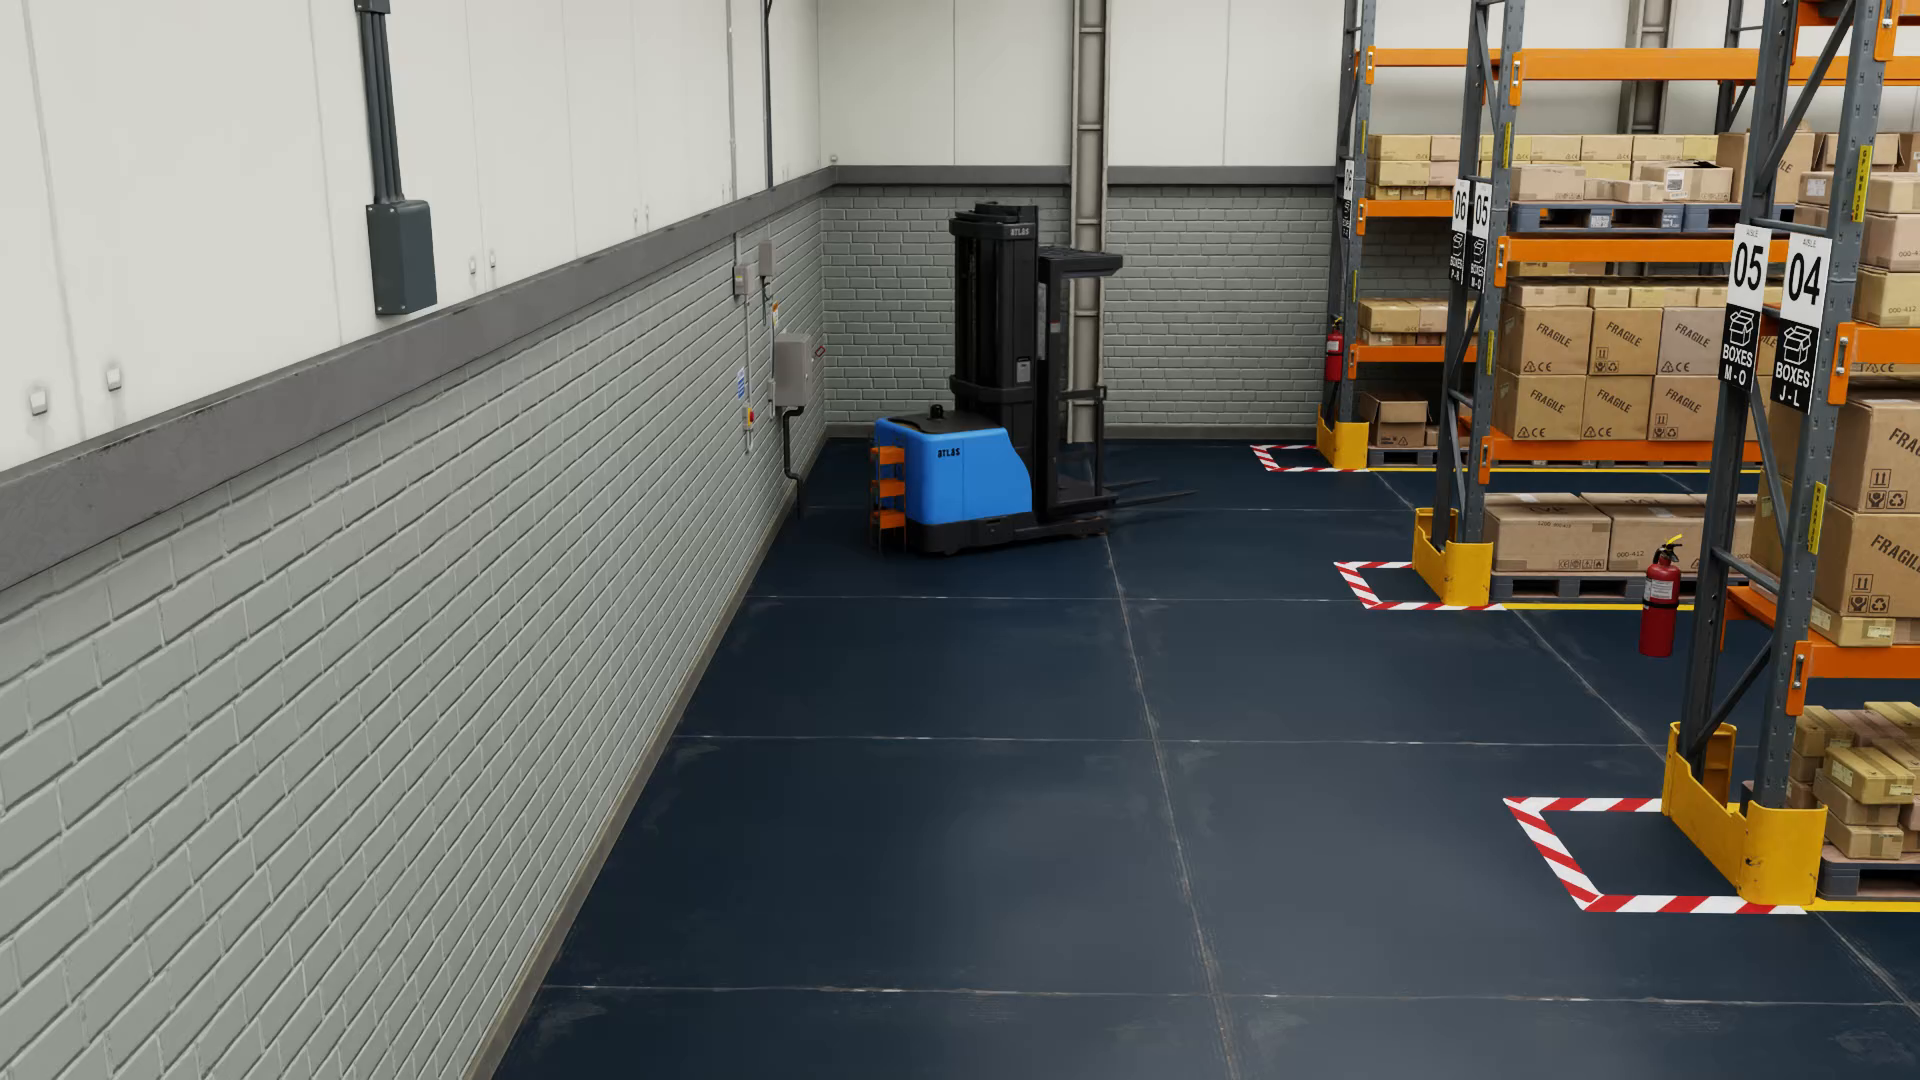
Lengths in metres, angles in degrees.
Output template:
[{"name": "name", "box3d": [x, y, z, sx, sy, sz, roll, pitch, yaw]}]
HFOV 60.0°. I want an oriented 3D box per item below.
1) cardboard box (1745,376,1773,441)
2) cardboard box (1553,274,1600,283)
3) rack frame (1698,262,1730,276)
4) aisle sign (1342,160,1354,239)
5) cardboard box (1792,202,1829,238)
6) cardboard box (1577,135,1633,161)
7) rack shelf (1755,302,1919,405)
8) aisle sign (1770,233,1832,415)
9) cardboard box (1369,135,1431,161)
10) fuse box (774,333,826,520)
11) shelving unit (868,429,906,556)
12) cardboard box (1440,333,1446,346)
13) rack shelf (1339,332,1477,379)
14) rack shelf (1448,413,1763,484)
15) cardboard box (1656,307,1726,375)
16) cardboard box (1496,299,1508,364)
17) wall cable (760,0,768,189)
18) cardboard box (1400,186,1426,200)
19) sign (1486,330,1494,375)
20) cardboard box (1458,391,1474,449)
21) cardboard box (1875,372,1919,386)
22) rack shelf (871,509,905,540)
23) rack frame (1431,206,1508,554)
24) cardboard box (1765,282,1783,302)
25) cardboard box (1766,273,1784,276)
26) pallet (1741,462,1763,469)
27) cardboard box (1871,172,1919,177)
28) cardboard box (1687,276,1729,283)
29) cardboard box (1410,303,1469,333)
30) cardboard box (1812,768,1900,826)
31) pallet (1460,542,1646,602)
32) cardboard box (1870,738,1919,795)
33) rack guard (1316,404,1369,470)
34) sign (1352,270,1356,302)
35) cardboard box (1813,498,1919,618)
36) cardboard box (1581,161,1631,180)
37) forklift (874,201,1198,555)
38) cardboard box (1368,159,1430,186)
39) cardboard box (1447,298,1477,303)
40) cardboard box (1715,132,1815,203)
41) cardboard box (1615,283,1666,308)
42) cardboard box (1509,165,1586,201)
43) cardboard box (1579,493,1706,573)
[{"name": "cardboard box", "box3d": [5.964, -1.053, 12.755, 0.500, 0.500, 0.500, 1, 15, 3]}, {"name": "cardboard box", "box3d": [4.854, -2.003, 13.123, 0.250, 0.149, 0.380, 0, 15, 1]}, {"name": "rack frame", "box3d": [8.097, -2.324, 17.768, 0.127, 3.000, 1.000, 0, 15, 1]}, {"name": "aisle sign", "box3d": [4.023, -3.533, 17.253, 0.004, 0.787, 0.394, 0, 15, 1]}, {"name": "cardboard box", "box3d": [4.417, -1.503, 8.089, 0.500, 0.250, 0.500, 0, 15, 0]}, {"name": "cardboard box", "box3d": [6.572, -4.036, 17.108, 0.500, 0.250, 0.500, 1, 15, 2]}, {"name": "rack shelf", "box3d": [5.949, -0.911, 7.942, 4.000, 0.370, 1.077, 0, 15, 1]}, {"name": "aisle sign", "box3d": [3.869, -1.002, 7.662, 0.004, 0.787, 0.394, 0, 15, 1]}, {"name": "cardboard box", "box3d": [4.536, -4.046, 17.148, 0.500, 0.250, 0.500, 0, 15, 1]}, {"name": "fuse box", "box3d": [-1.463, -1.027, 15.377, 0.414, 1.711, 0.539, 0, 15, 1]}, {"name": "shelving unit", "box3d": [-0.628, -0.408, 14.328, 0.252, 1.050, 0.215, -8, 17, -29]}, {"name": "cardboard box", "box3d": [5.190, -2.156, 17.626, 0.250, 0.149, 0.380, 1, 15, 3]}, {"name": "rack shelf", "box3d": [6.098, -1.989, 17.910, 4.000, 0.370, 1.077, 0, 15, 1]}, {"name": "rack shelf", "box3d": [5.975, -0.723, 13.112, 4.000, 0.370, 1.077, 0, 15, 1]}, {"name": "cardboard box", "box3d": [5.479, -1.537, 12.631, 0.500, 0.500, 0.500, 0, 15, 1]}, {"name": "cardboard box", "box3d": [4.463, -1.674, 13.147, 0.500, 0.500, 0.500, 1, 15, 3]}, {"name": "wall cable", "box3d": [-1.696, -4.142, 12.899, 0.029, 3.000, 2.355, 0, 15, 1]}, {"name": "cardboard box", "box3d": [4.674, -3.623, 17.303, 0.250, 0.149, 0.380, 1, 15, 2]}, {"name": "sign", "box3d": [3.955, -1.400, 12.412, 0.005, 0.325, 0.100, 0, 15, 1]}, {"name": "cardboard box", "box3d": [5.561, -1.301, 17.967, 0.500, 0.500, 0.700, 1, 15, 4]}, {"name": "cardboard box", "box3d": [4.920, -0.554, 8.320, 0.500, 0.500, 0.500, 0, 15, 0]}, {"name": "rack shelf", "box3d": [-0.628, -0.129, 14.401, 0.240, 0.259, 0.215, -8, 17, -29]}, {"name": "rack frame", "box3d": [3.975, -1.084, 13.069, 0.127, 3.000, 1.000, 0, 15, 1]}, {"name": "cardboard box", "box3d": [6.136, -1.847, 12.532, 0.250, 0.149, 0.380, 0, 15, 1]}, {"name": "cardboard box", "box3d": [8.575, -2.515, 17.474, 0.500, 0.500, 0.700, 1, 15, 3]}, {"name": "pallet", "box3d": [8.911, -0.980, 18.141, 1.213, 0.211, 1.003, 0, 15, 1]}, {"name": "cardboard box", "box3d": [4.534, -1.685, 8.000, 0.250, 0.149, 0.380, 1, 15, 2]}, {"name": "cardboard box", "box3d": [5.878, -1.978, 13.028, 0.250, 0.149, 0.380, 1, 15, 3]}, {"name": "cardboard box", "box3d": [5.049, -2.346, 17.565, 0.500, 0.250, 0.500, 1, 15, 2]}, {"name": "cardboard box", "box3d": [4.467, 1.279, 8.293, 0.250, 0.149, 0.380, 1, 15, 4]}, {"name": "pallet", "box3d": [4.777, 0.249, 13.481, 1.213, 0.211, 1.003, 0, 15, 1]}, {"name": "cardboard box", "box3d": [4.744, 1.128, 8.284, 0.250, 0.149, 0.380, 1, 15, 2]}, {"name": "rack guard", "box3d": [4.174, -1.141, 18.184, 0.348, 0.500, 1.175, 0, 15, 1]}, {"name": "sign", "box3d": [4.085, -2.630, 17.232, 0.005, 0.325, 0.100, 0, 15, 1]}, {"name": "cardboard box", "box3d": [4.392, 0.060, 7.953, 0.500, 0.500, 0.500, 1, 15, 4]}, {"name": "cardboard box", "box3d": [6.577, -3.792, 17.163, 0.500, 0.250, 0.500, 1, 15, 3]}, {"name": "forklift", "box3d": [0.768, -1.540, 14.931, 3.031, 2.935, 1.130, -8, 17, -29]}, {"name": "cardboard box", "box3d": [4.535, -3.799, 17.191, 0.500, 0.250, 0.500, 0, 15, 1]}, {"name": "cardboard box", "box3d": [5.575, -2.478, 18.063, 0.500, 0.250, 0.500, 1, 15, 3]}, {"name": "cardboard box", "box3d": [5.987, -2.783, 12.413, 0.500, 0.500, 0.500, 1, 15, 2]}, {"name": "cardboard box", "box3d": [5.108, -1.845, 12.526, 0.250, 0.149, 0.380, 0, 15, 0]}, {"name": "cardboard box", "box3d": [4.428, -2.733, 12.715, 0.500, 0.250, 0.500, -1, 15, -4]}, {"name": "cardboard box", "box3d": [5.553, -0.066, 13.408, 0.875, 0.438, 0.875, 1, 15, 3]}]
